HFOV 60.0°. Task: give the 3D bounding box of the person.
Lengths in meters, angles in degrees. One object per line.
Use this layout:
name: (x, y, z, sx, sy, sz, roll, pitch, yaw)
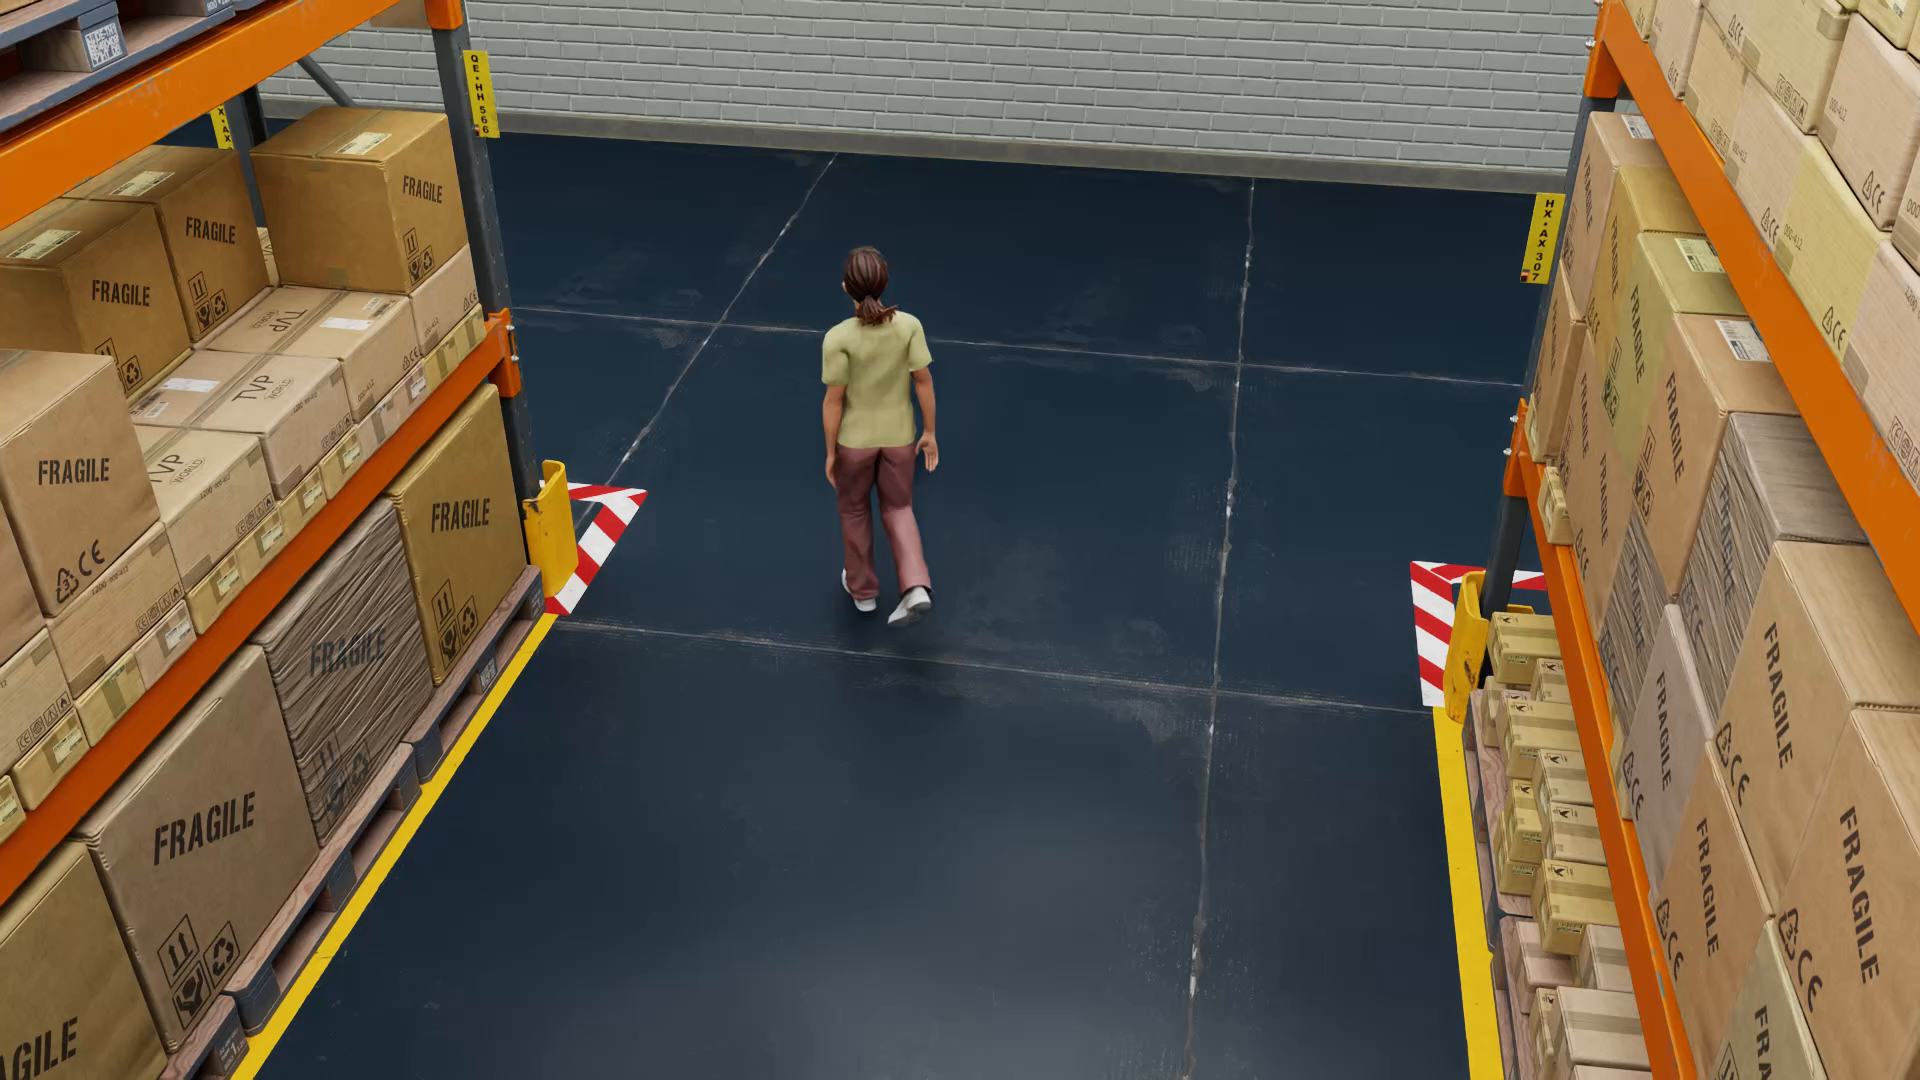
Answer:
person: (-0.312, -0.366, 6.704, 0.467, 1.654, 0.732, -10, 34, -16)
